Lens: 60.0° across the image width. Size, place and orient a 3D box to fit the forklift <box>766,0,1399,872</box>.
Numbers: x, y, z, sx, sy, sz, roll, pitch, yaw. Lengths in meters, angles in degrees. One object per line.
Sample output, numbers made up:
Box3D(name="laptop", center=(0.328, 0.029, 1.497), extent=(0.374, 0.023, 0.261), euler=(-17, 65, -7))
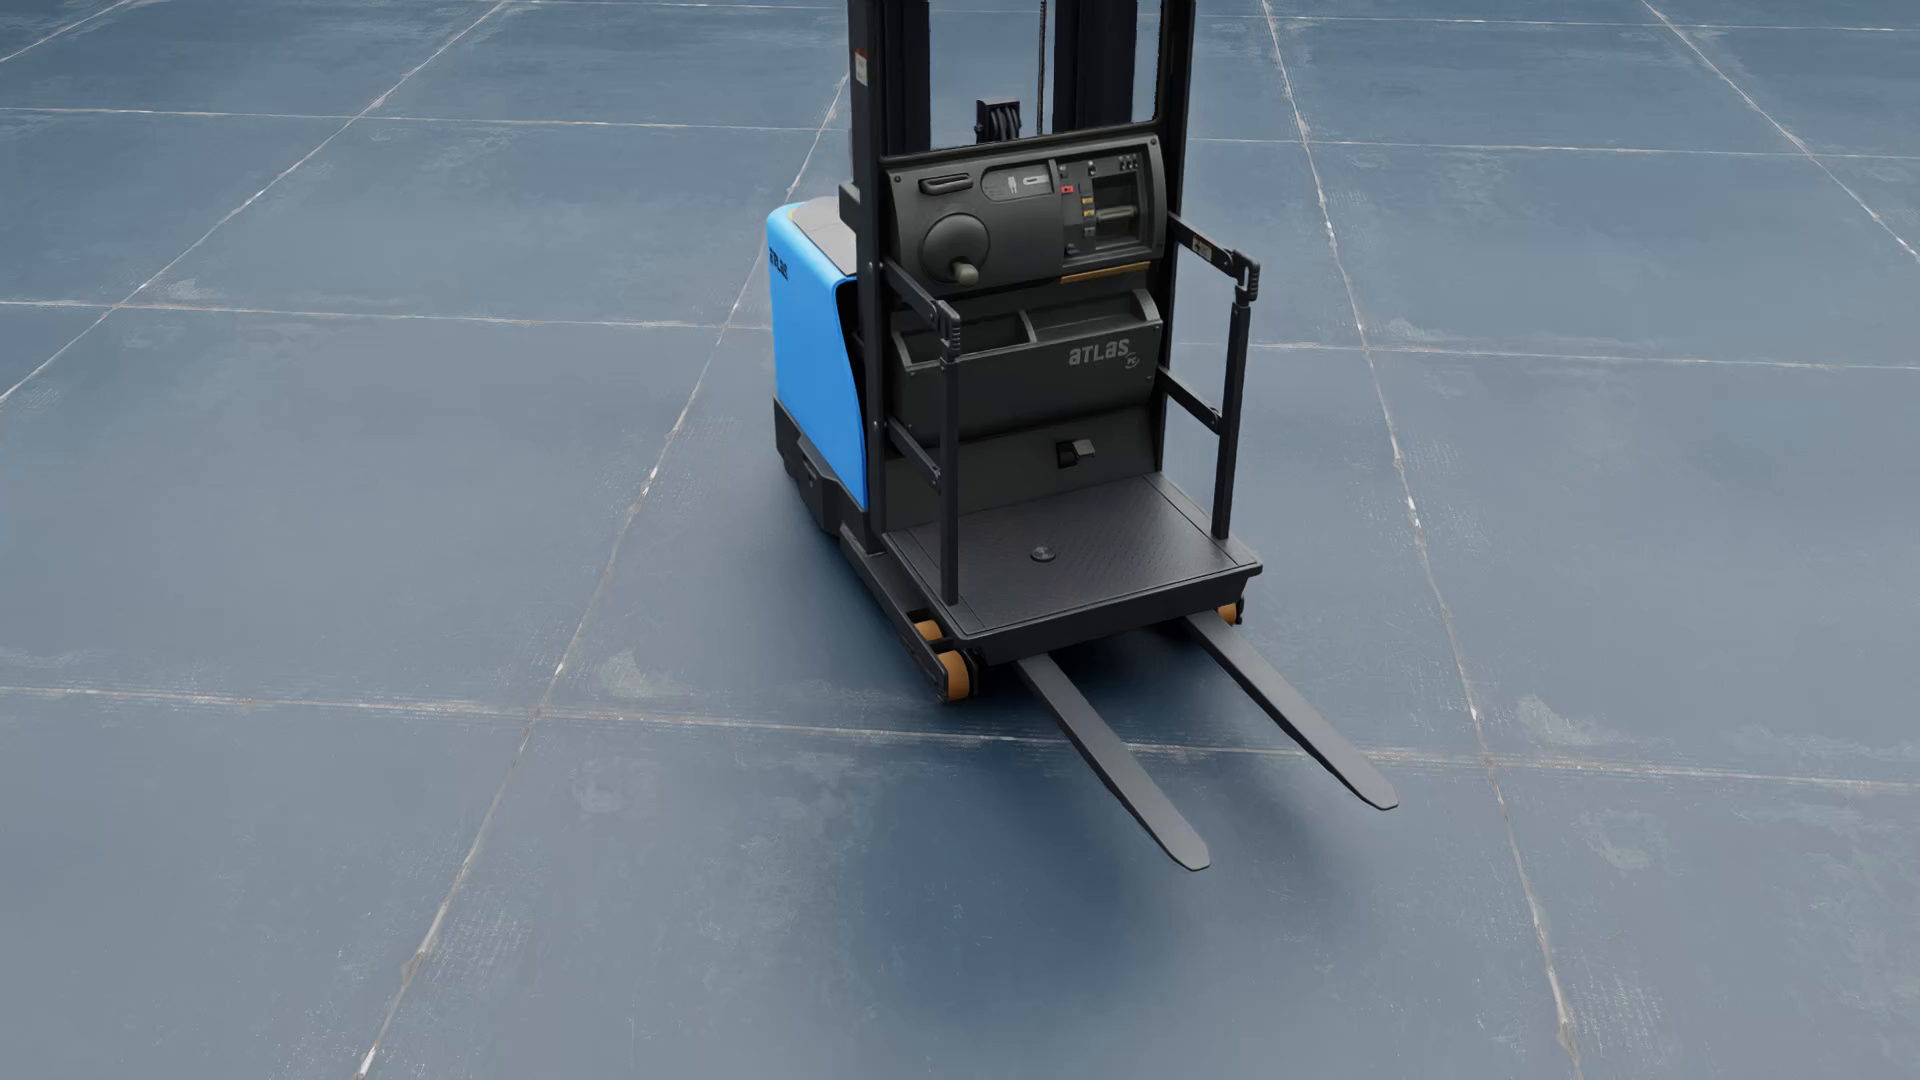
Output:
Box3D(name="forklift", center=(0.312, -0.979, 5.045), extent=(1.130, 2.935, 3.031), euler=(-13, 34, -20))

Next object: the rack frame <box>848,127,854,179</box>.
Box3D(name="rack frame", center=(-0.313, -1.124, 6.940), extent=(0.240, 1.200, 0.006), euler=(-8, 25, -13))

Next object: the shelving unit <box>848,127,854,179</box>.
Box3D(name="shelving unit", center=(-0.289, -1.089, 6.859), extent=(0.258, 1.200, 0.189), euler=(-8, 25, -13))
